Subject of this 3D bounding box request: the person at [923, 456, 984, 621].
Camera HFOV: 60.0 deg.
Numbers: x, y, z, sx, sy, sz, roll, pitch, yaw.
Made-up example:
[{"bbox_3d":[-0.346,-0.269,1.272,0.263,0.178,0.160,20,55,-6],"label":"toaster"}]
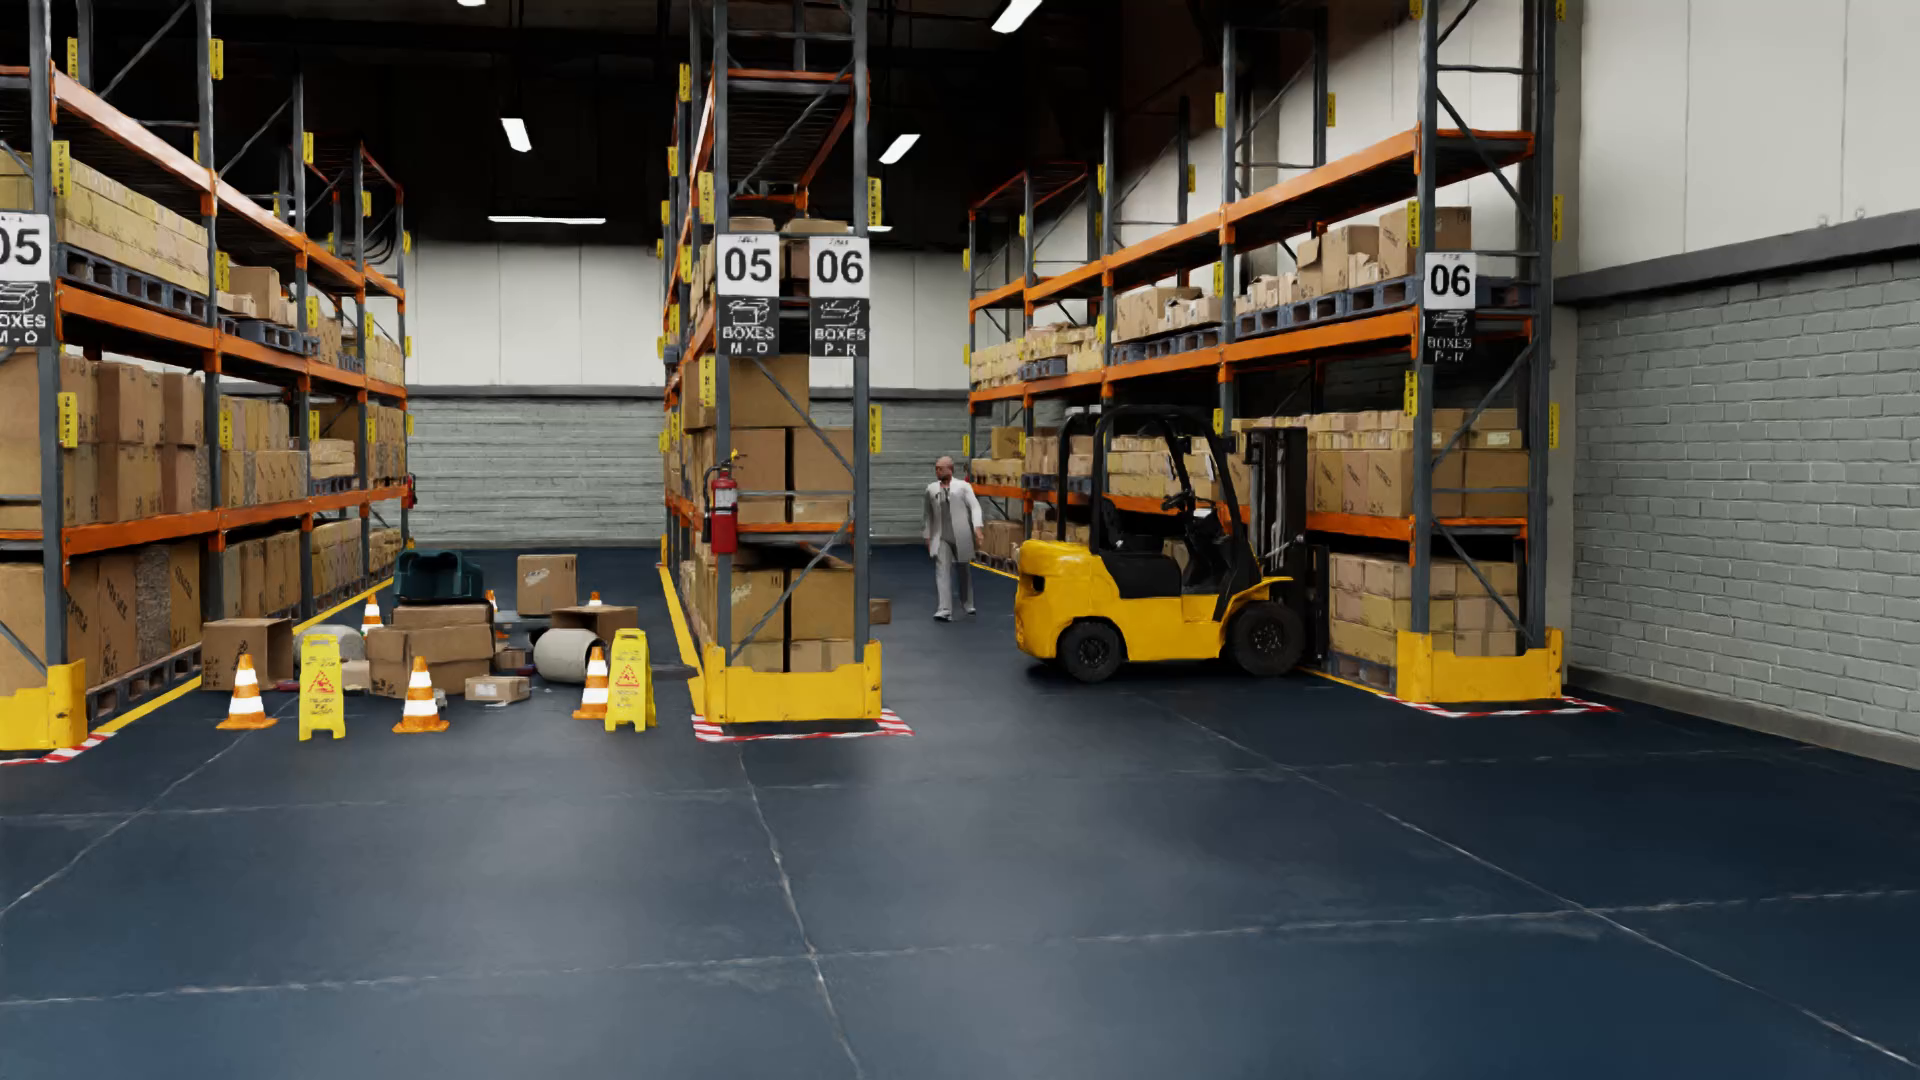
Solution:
[{"bbox_3d":[-0.073,-0.021,17.698,0.732,1.734,1.074,1,3,12],"label":"person"}]
